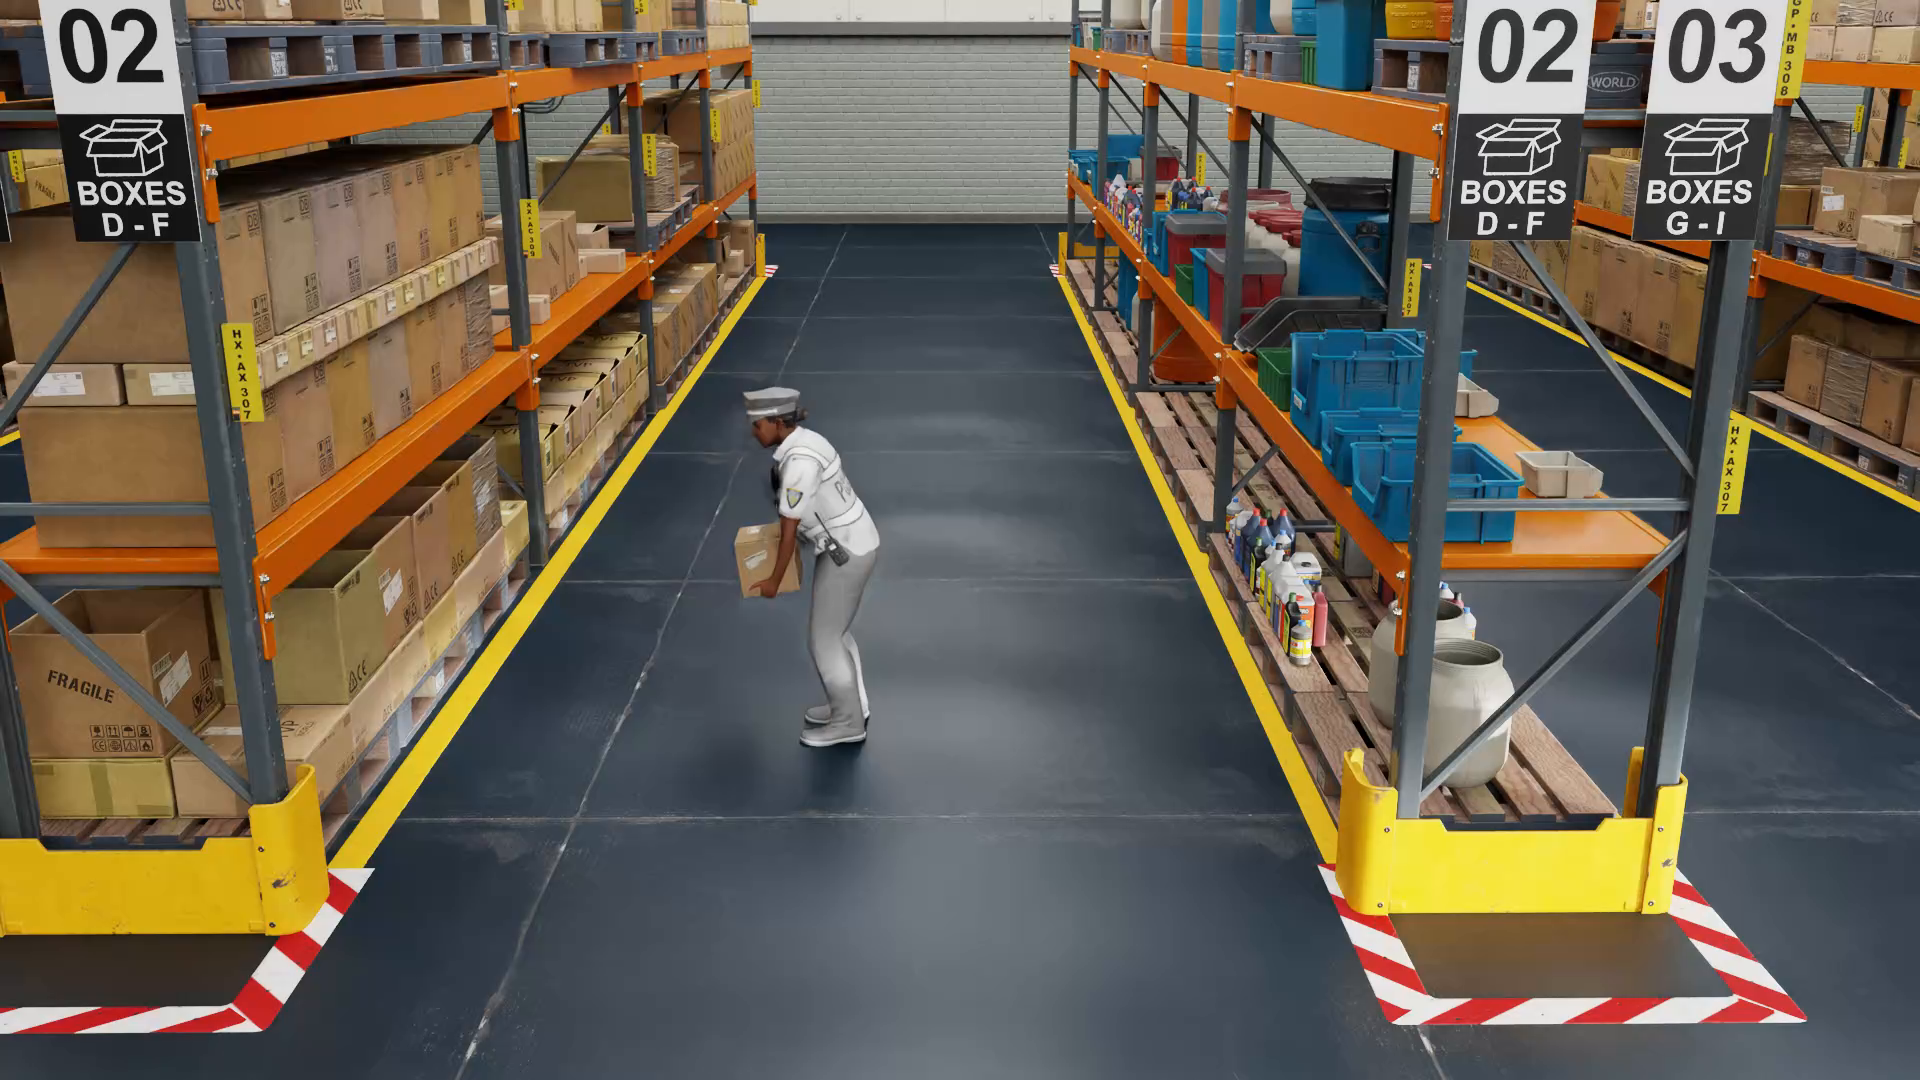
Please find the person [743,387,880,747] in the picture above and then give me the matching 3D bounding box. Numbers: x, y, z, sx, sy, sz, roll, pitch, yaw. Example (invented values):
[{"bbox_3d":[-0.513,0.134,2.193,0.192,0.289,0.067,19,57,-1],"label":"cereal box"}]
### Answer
[{"bbox_3d":[-0.637,0.112,7.324,0.573,1.591,0.411,-1,17,-2],"label":"person"}]
